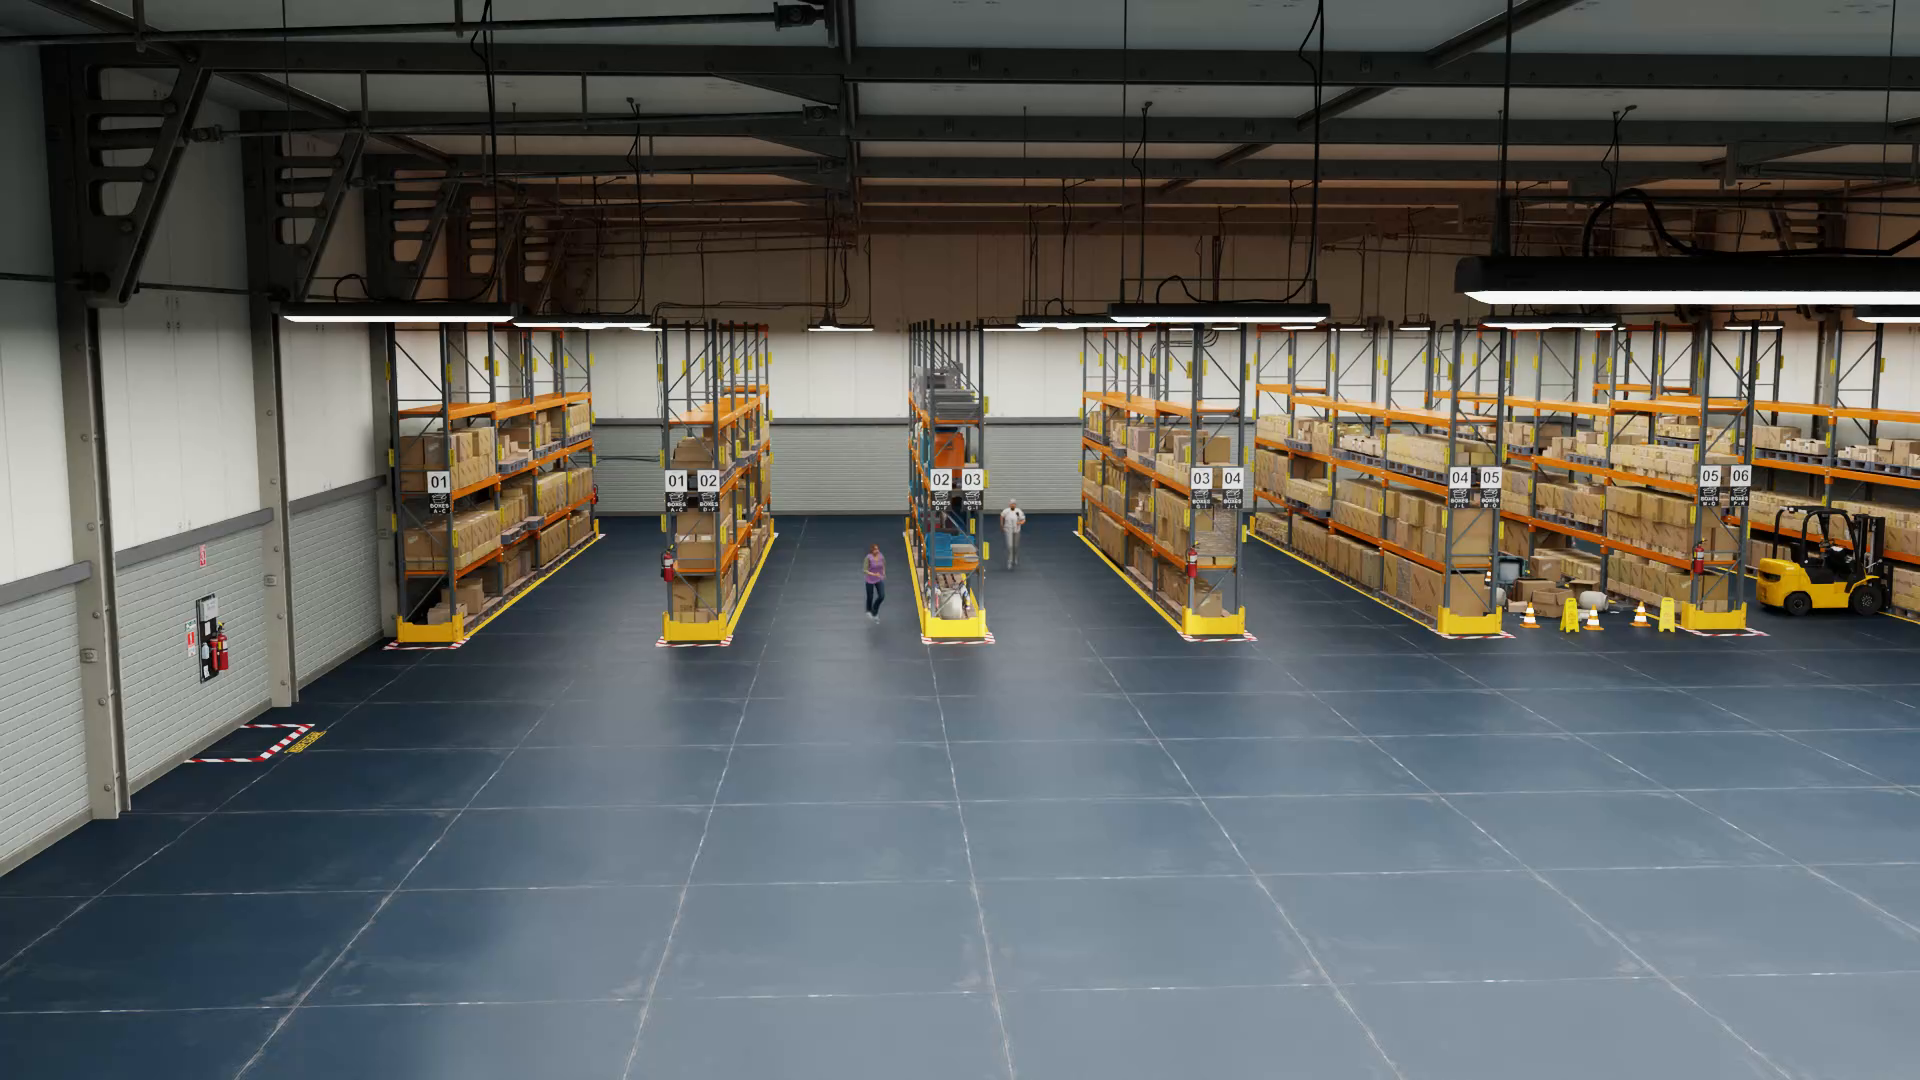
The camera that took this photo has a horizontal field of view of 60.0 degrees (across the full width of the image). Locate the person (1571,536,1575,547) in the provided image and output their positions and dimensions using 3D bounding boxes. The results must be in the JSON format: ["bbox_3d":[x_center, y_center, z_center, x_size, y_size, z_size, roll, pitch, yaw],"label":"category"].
[{"bbox_3d":[16.180,-0.545,44.611,0.533,1.533,0.906,-2,7,-19],"label":"person"}]

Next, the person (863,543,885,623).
[{"bbox_3d":[-1.677,0.812,32.279,0.512,1.572,0.732,-2,7,-17],"label":"person"}]

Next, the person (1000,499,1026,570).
[{"bbox_3d":[1.309,-0.169,40.958,0.611,1.714,0.808,-1,7,-5],"label":"person"}]

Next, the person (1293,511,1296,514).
[{"bbox_3d":[10.333,-1.397,50.450,0.841,1.816,0.683,-6,9,-40],"label":"person"}]
